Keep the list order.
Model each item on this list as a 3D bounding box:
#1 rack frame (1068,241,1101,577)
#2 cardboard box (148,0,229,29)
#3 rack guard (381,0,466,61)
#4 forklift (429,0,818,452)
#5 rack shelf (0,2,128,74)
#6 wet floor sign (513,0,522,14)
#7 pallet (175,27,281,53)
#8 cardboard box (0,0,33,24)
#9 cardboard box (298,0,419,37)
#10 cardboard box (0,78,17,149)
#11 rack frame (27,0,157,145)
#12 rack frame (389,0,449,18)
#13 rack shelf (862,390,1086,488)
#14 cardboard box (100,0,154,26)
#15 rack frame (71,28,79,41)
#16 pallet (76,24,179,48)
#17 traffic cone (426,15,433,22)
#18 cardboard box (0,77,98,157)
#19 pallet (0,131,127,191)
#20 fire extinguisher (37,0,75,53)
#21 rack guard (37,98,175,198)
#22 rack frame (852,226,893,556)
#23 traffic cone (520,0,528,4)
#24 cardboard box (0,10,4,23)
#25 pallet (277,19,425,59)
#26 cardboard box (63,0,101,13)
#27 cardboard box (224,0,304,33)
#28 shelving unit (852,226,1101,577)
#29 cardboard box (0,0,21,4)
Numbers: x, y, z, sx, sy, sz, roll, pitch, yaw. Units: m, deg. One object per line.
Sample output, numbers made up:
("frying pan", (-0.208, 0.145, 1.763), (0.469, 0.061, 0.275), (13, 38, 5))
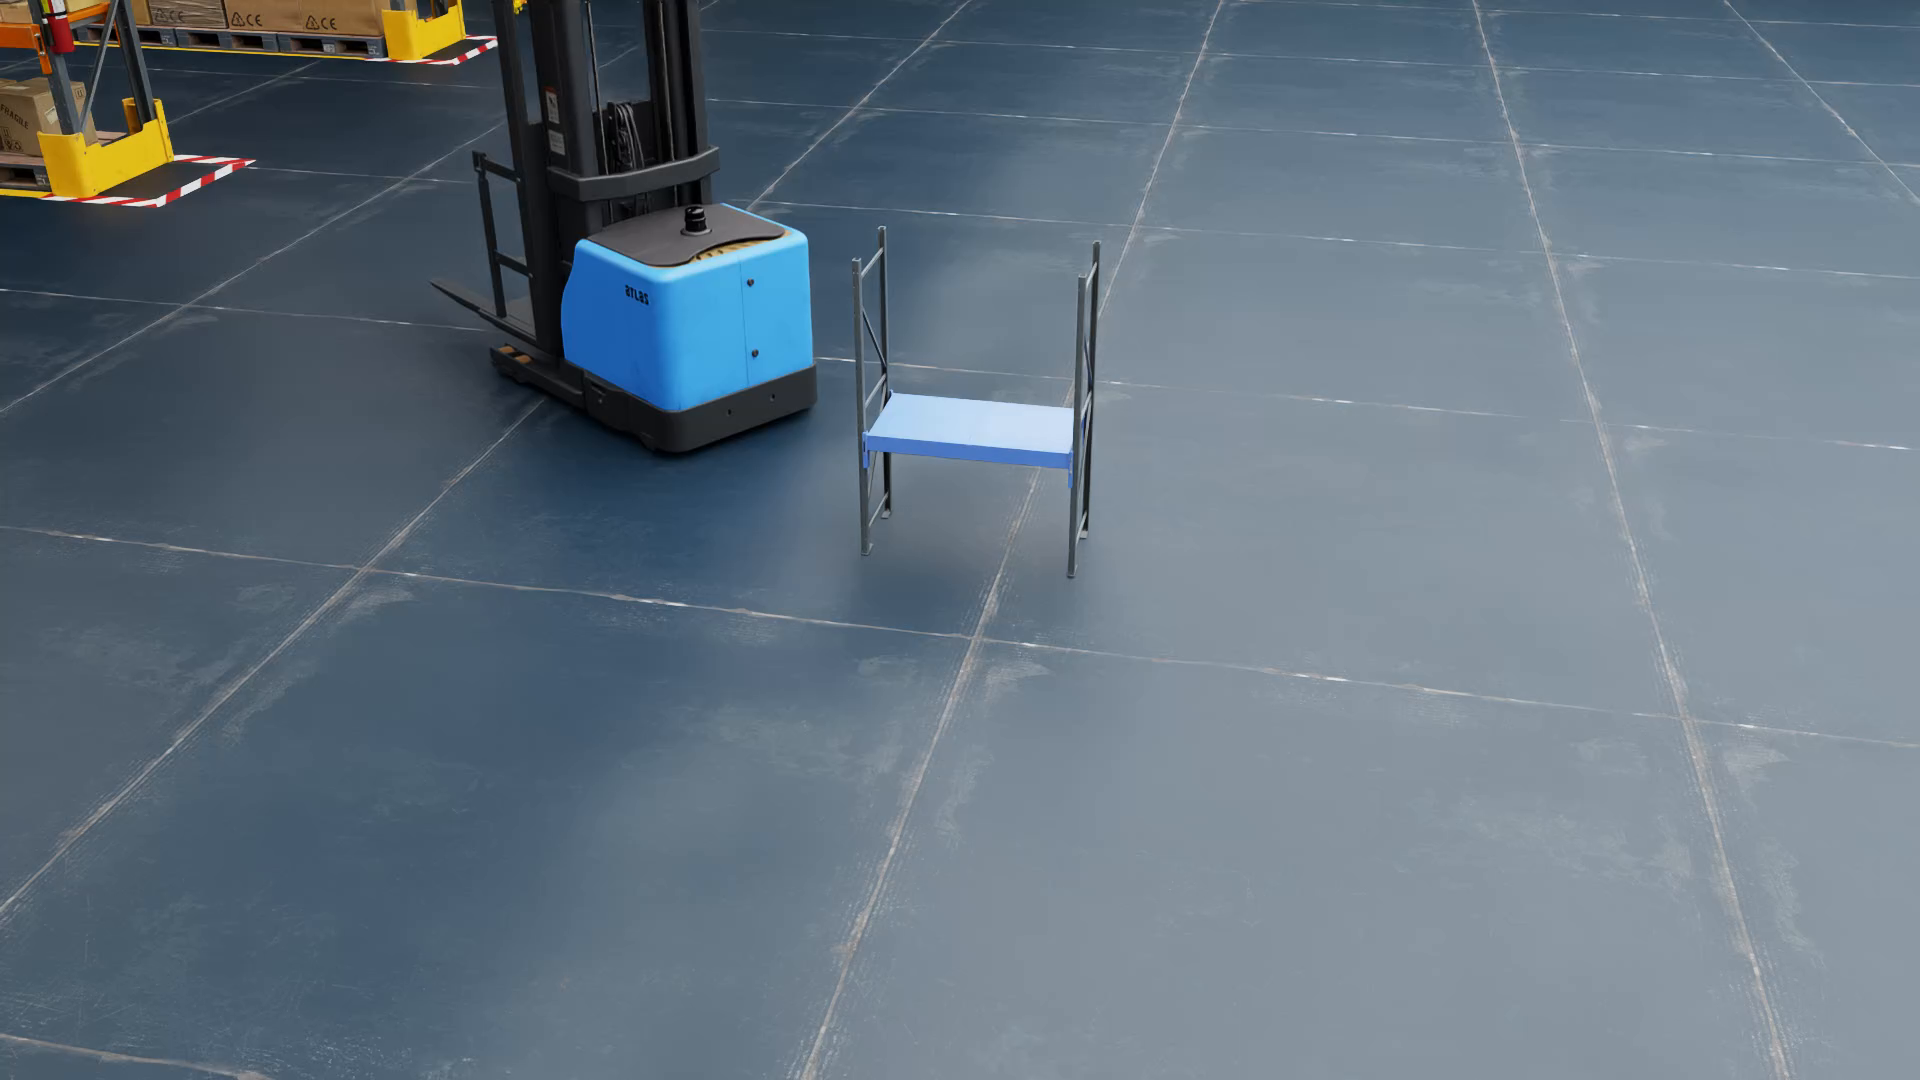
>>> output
("rack frame", (0.581, -0.598, 7.781), (0.032, 1.500, 0.500), (6, 29, 11))
("cardboard box", (-8.191, -6.097, 18.039), (0.875, 0.875, 0.875), (6, 29, 11))
("rack guard", (-5.738, -5.529, 17.829), (0.348, 0.500, 1.175), (6, 29, 11))
("forklift", (-2.195, -2.374, 9.534), (1.130, 2.935, 3.031), (-24, 37, -37))
("rack shelf", (-8.852, -4.194, 13.536), (4.000, 0.370, 1.077), (6, 29, 11))
("wet floor sign", (-5.320, -6.523, 19.492), (0.232, 0.644, 0.267), (1, 29, 2))
("pallet", (-7.749, -5.572, 18.208), (1.213, 0.211, 1.003), (6, 29, 11))
("cardboard box", (-7.218, -4.131, 12.933), (0.250, 0.149, 0.380), (6, 29, 11))
("cardboard box", (-6.439, -5.917, 17.710), (0.875, 0.875, 0.875), (6, 29, 11))
("cardboard box", (-8.095, -3.511, 13.706), (0.500, 0.500, 0.500), (14, 32, 24))
("rack frame", (-6.896, -4.309, 12.997), (0.127, 3.000, 1.000), (6, 29, 11))
("rack frame", (-5.762, -6.628, 17.234), (0.127, 3.000, 1.000), (6, 29, 11))
("rack shelf", (0.083, -0.492, 7.961), (1.000, 0.185, 0.538), (6, 29, 11))
("cardboard box", (-9.073, -6.186, 18.200), (0.875, 0.875, 0.875), (6, 29, 11))
("rack frame", (-9.673, -7.029, 17.966), (0.127, 3.000, 1.000), (6, 29, 11))
("pallet", (-8.946, -5.693, 18.429), (1.213, 0.211, 1.003), (6, 29, 11))
("traffic cone", (-5.984, -6.236, 19.158), (0.334, 0.463, 0.336), (6, 29, 11))
("cardboard box", (-7.503, -3.467, 13.625), (0.500, 0.500, 0.500), (11, 31, 20))
("pallet", (-7.758, -3.192, 13.860), (1.213, 0.211, 1.003), (6, 29, 11))
("fire extinguisher", (-6.880, -4.047, 12.600), (0.183, 0.674, 0.296), (6, 29, 11))
("rack guard", (-6.971, -3.220, 13.611), (0.348, 0.500, 1.175), (6, 29, 11))
("rack frame", (-0.414, -0.700, 7.967), (0.032, 1.500, 0.500), (6, 29, 11))
("traffic cone", (-5.416, -6.732, 20.065), (0.334, 0.463, 0.336), (6, 29, 11))
("cardboard box", (-7.462, -4.156, 12.979), (0.250, 0.149, 0.380), (6, 29, 11))
("pallet", (-6.560, -5.449, 17.983), (1.213, 0.211, 1.003), (6, 29, 11))
("cardboard box", (-7.125, -4.339, 13.314), (0.250, 0.149, 0.380), (6, 29, 11))
("cardboard box", (-7.300, -6.005, 17.870), (0.875, 0.875, 0.875), (5, 29, 10))
("shelving unit", (0.083, -0.649, 7.874), (1.048, 1.500, 0.538), (6, 29, 11))
("cardboard box", (-7.428, -4.551, 13.026), (0.500, 0.500, 0.875), (6, 29, 11))
